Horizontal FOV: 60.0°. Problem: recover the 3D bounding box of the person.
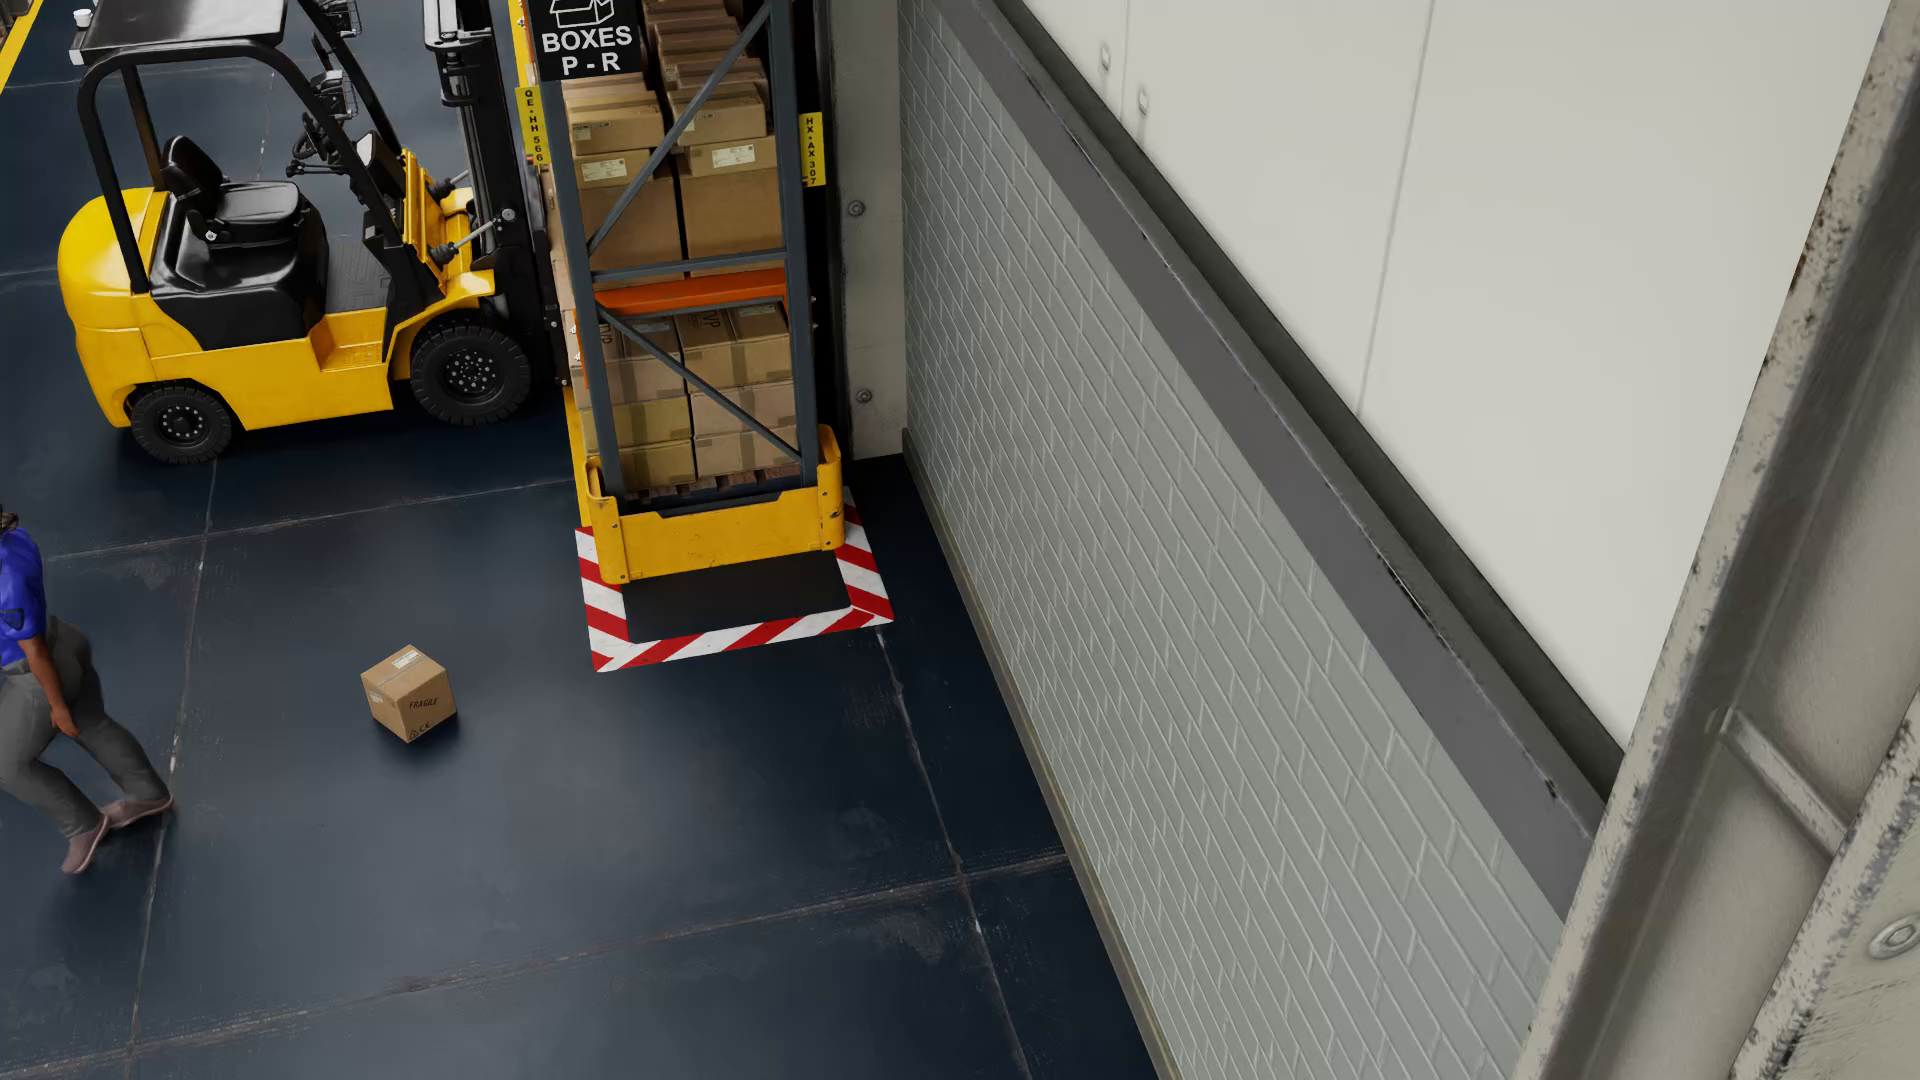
[{"bbox_3d":[-3.368,0.508,6.093,0.496,1.723,0.497,-12,40,-14],"label":"person"}]
